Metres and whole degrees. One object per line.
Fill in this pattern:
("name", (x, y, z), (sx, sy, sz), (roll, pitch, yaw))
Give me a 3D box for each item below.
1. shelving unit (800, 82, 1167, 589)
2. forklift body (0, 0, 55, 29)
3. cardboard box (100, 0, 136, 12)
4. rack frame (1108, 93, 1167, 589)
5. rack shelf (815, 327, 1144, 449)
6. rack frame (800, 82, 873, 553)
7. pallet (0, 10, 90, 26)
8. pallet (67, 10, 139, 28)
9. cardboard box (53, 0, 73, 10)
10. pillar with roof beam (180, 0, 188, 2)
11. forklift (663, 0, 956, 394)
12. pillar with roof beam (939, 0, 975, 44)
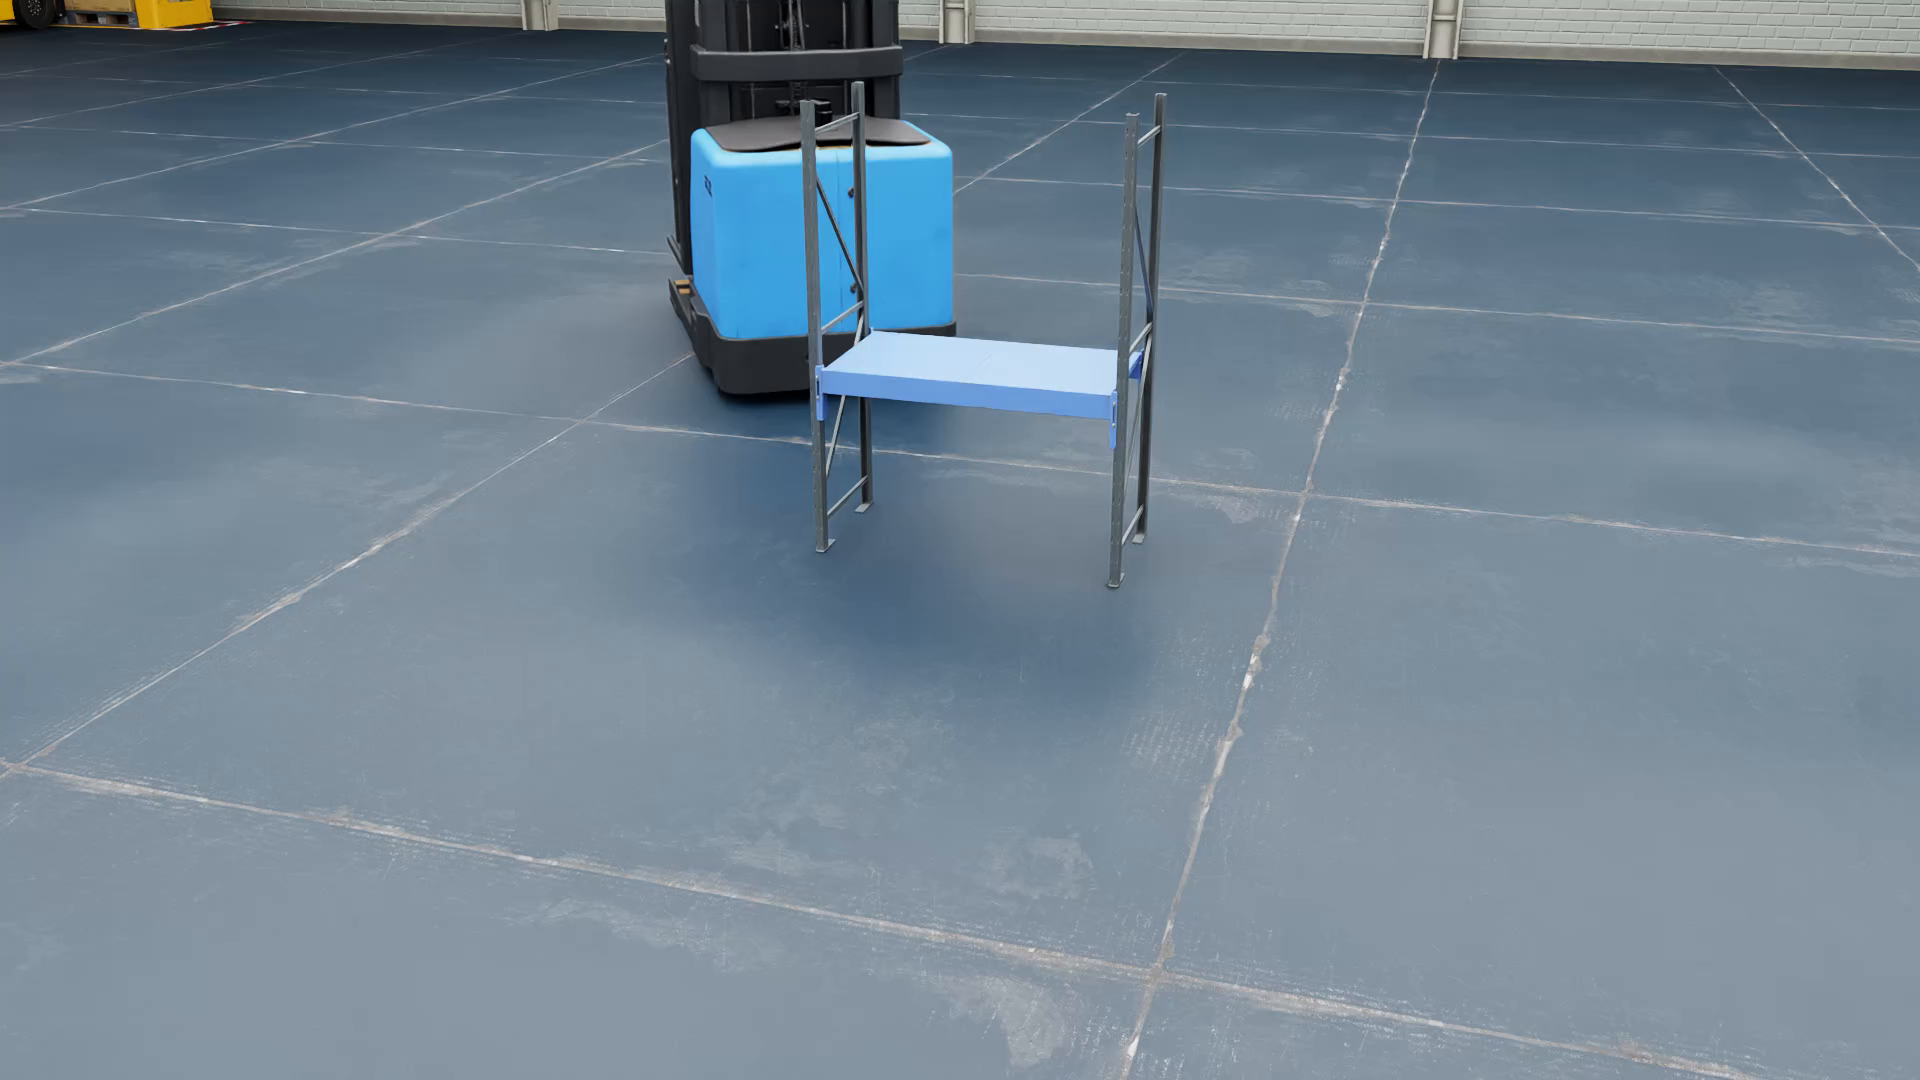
("shelving unit", (0.082, -0.685, 5.463), (1.048, 1.500, 0.538), (7, 23, 16))
("forklift body", (-13.462, -7.846, 22.063), (1.214, 2.155, 2.313), (7, 23, 16))
("cardboard box", (-11.660, -7.552, 23.299), (0.500, 0.250, 0.500), (7, 23, 16))
("rack frame", (0.568, -0.629, 5.327), (0.032, 1.500, 0.500), (7, 23, 16))
("rack shelf", (0.082, -0.518, 5.531), (1.000, 0.185, 0.538), (7, 23, 16))
("rack frame", (-0.405, -0.740, 5.598), (0.032, 1.500, 0.500), (7, 23, 16))
("pallet", (-13.028, -7.606, 24.035), (1.213, 0.211, 1.003), (7, 23, 15))
("pallet", (-11.864, -7.472, 23.707), (1.213, 0.211, 1.003), (7, 23, 16))
("cardboard box", (-12.610, -7.668, 23.582), (0.500, 0.250, 0.500), (7, 23, 16))
("pillar with roof beam", (-12.769, -10.309, 19.043), (0.400, 9.000, 9.100), (7, 23, 16))
("forklift", (-0.893, -2.508, 8.022), (1.130, 2.935, 3.031), (-6, 23, -14))
("pillar with roof beam", (-1.281, -8.993, 15.836), (0.400, 9.000, 9.100), (7, 23, 16))
